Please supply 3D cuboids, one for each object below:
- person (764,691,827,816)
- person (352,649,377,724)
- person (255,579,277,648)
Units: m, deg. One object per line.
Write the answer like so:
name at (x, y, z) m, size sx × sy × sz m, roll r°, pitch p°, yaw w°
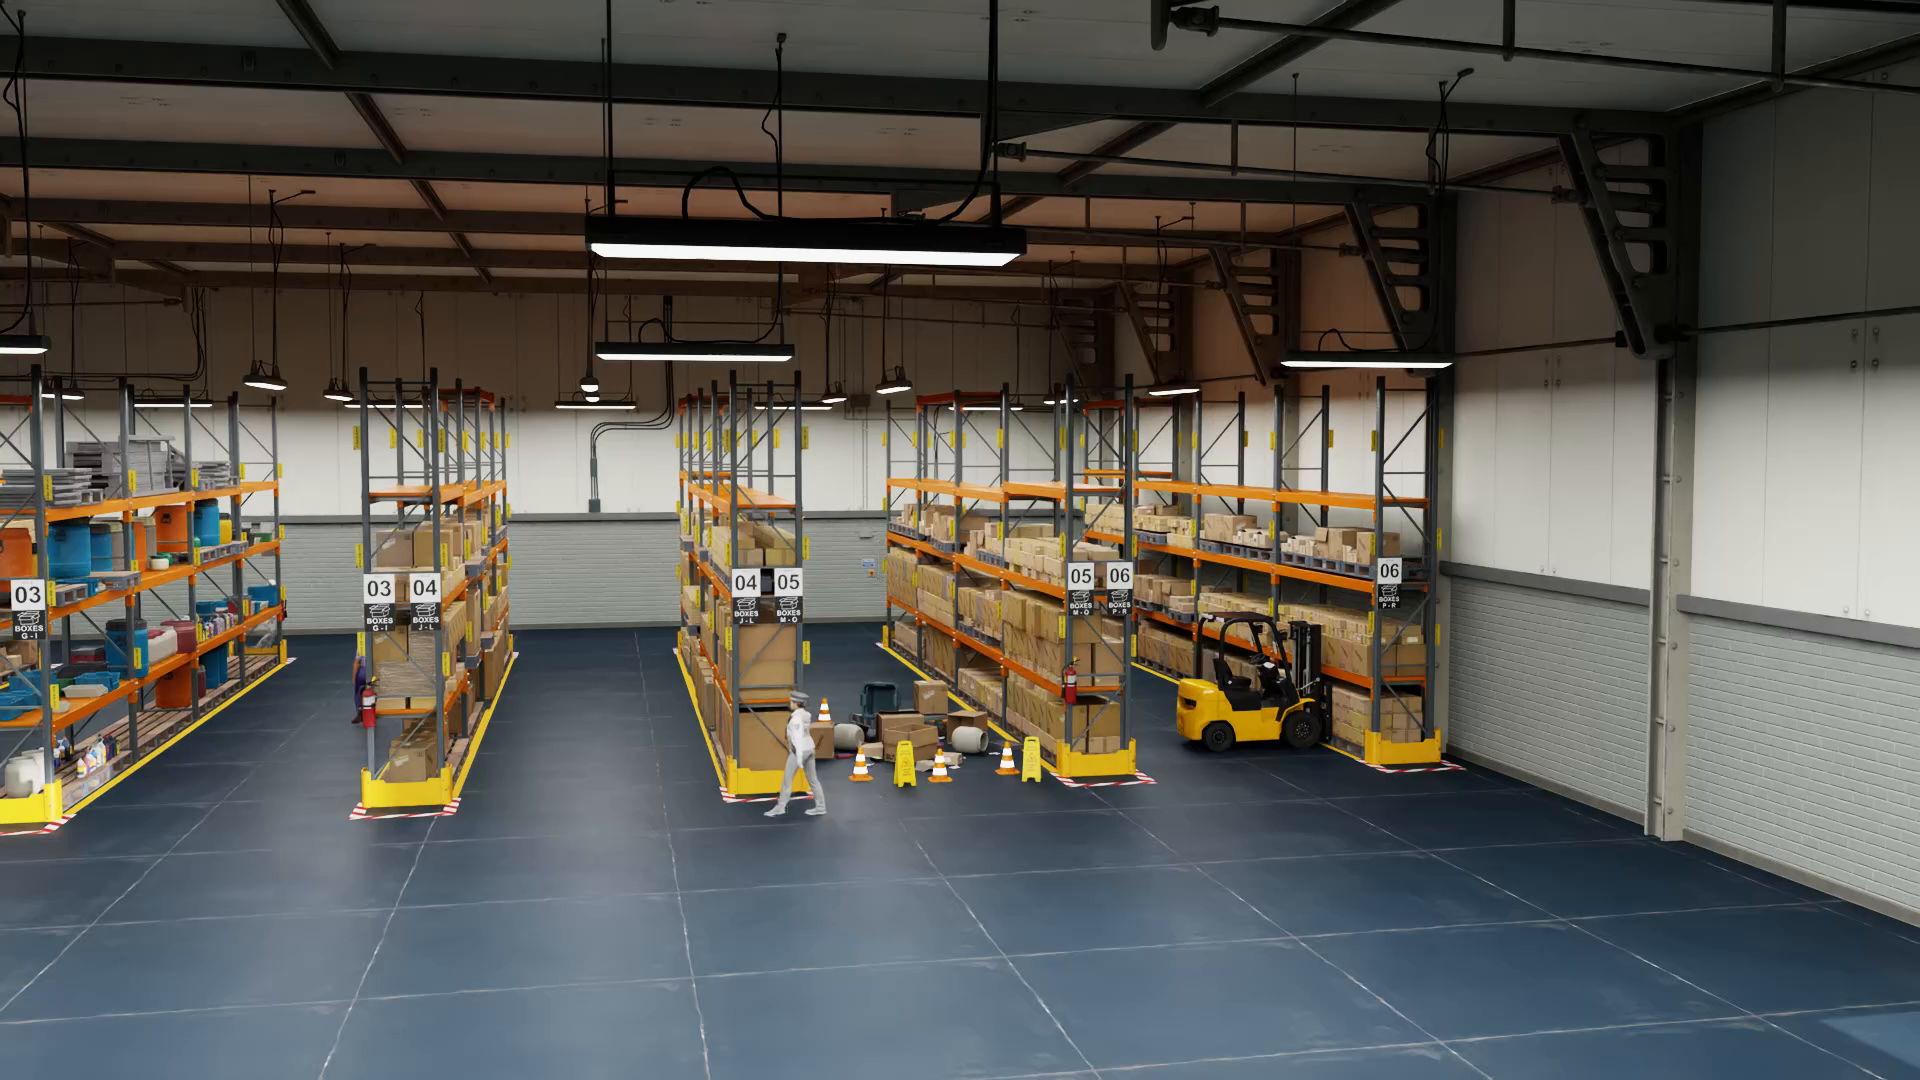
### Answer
person at (-2.161, 2.848, 22.196) m, size 0.798 × 1.656 × 0.518 m, roll 1°, pitch 4°, yaw 24°
person at (-10.446, 2.427, 29.347) m, size 0.551 × 1.648 × 0.398 m, roll -1°, pitch 4°, yaw -16°
person at (-16.038, 1.801, 38.537) m, size 0.538 × 1.774 × 0.580 m, roll 0°, pitch 3°, yaw -5°
